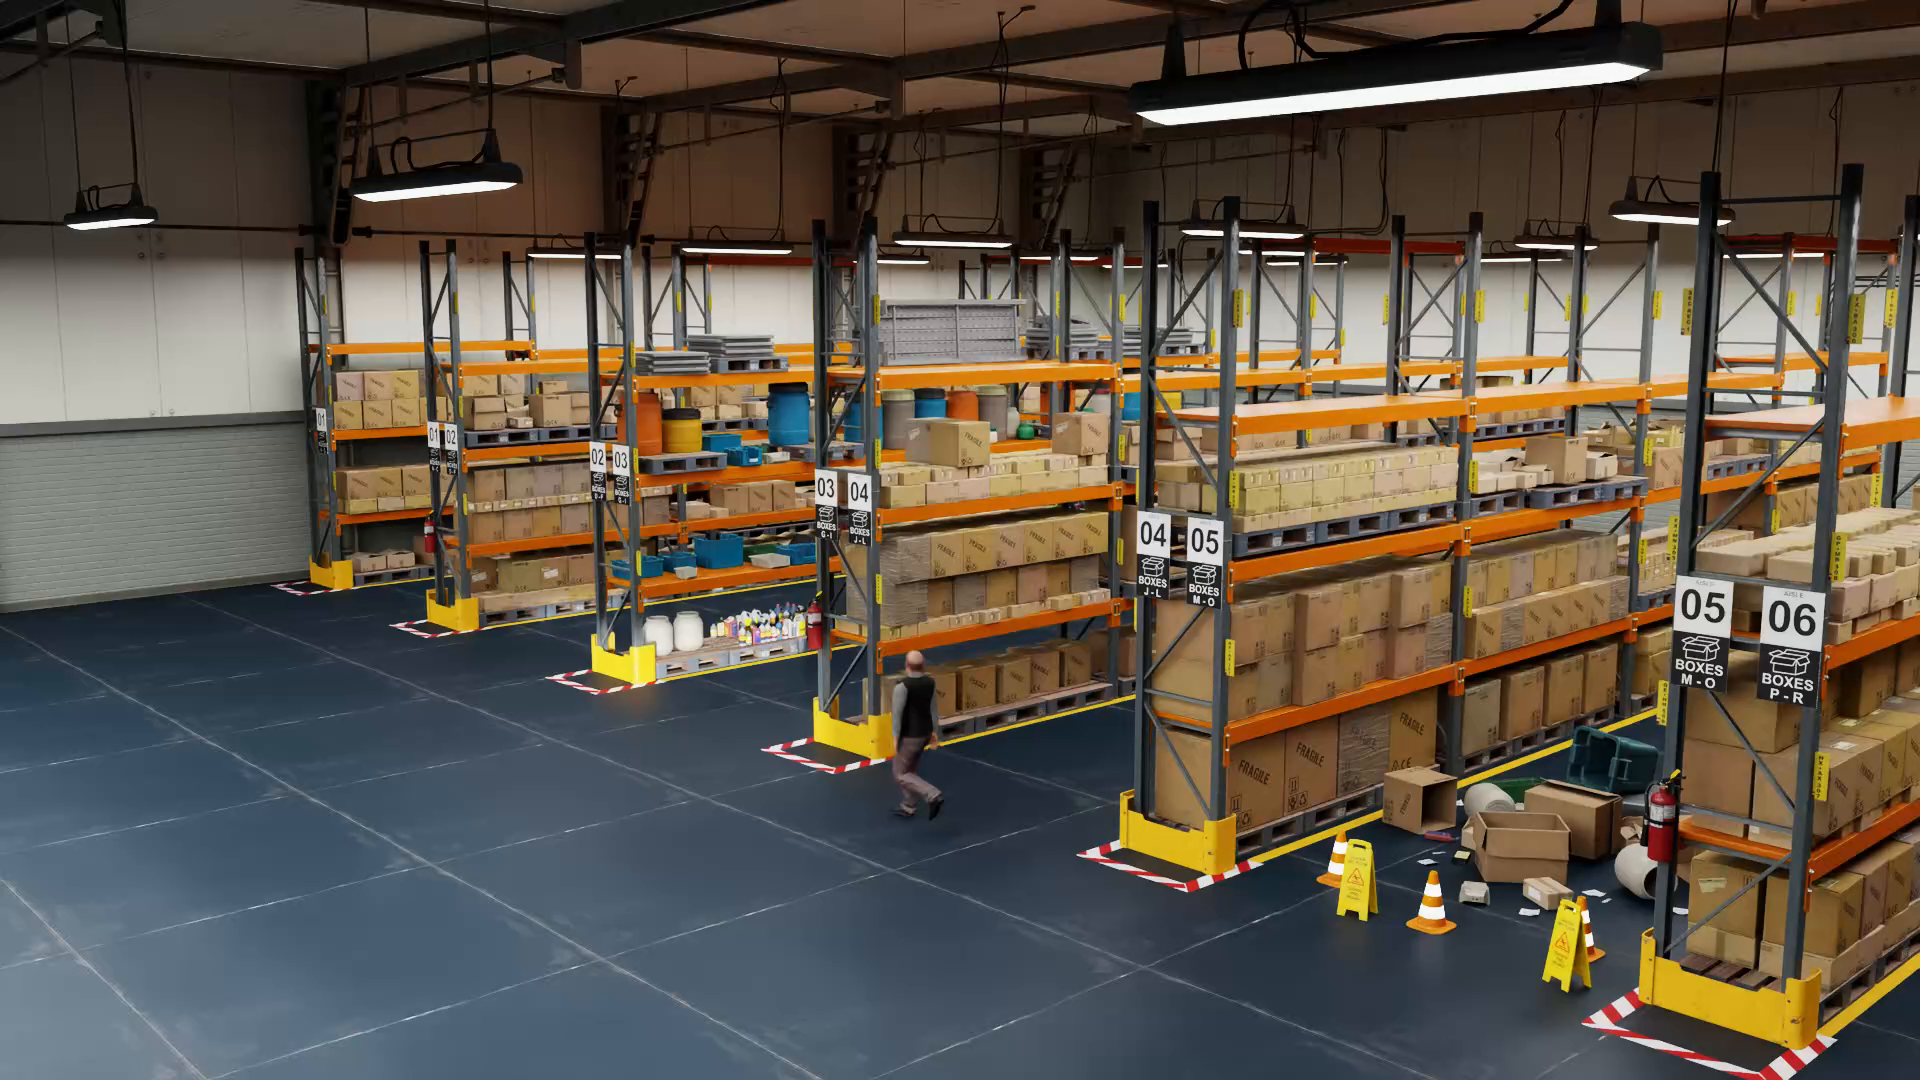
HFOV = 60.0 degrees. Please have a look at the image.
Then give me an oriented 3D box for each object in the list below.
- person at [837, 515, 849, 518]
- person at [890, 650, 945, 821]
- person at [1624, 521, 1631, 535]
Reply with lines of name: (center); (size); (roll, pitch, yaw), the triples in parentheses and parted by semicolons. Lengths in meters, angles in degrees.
person: (-2.218, -0.578, 33.536); (0.415, 1.665, 0.545); (8, 11, 42)
person: (-0.437, 1.935, 16.323); (0.690, 1.714, 0.525); (3, 9, 22)
person: (10.859, 0.454, 26.857); (0.431, 1.556, 0.796); (8, 11, 42)
